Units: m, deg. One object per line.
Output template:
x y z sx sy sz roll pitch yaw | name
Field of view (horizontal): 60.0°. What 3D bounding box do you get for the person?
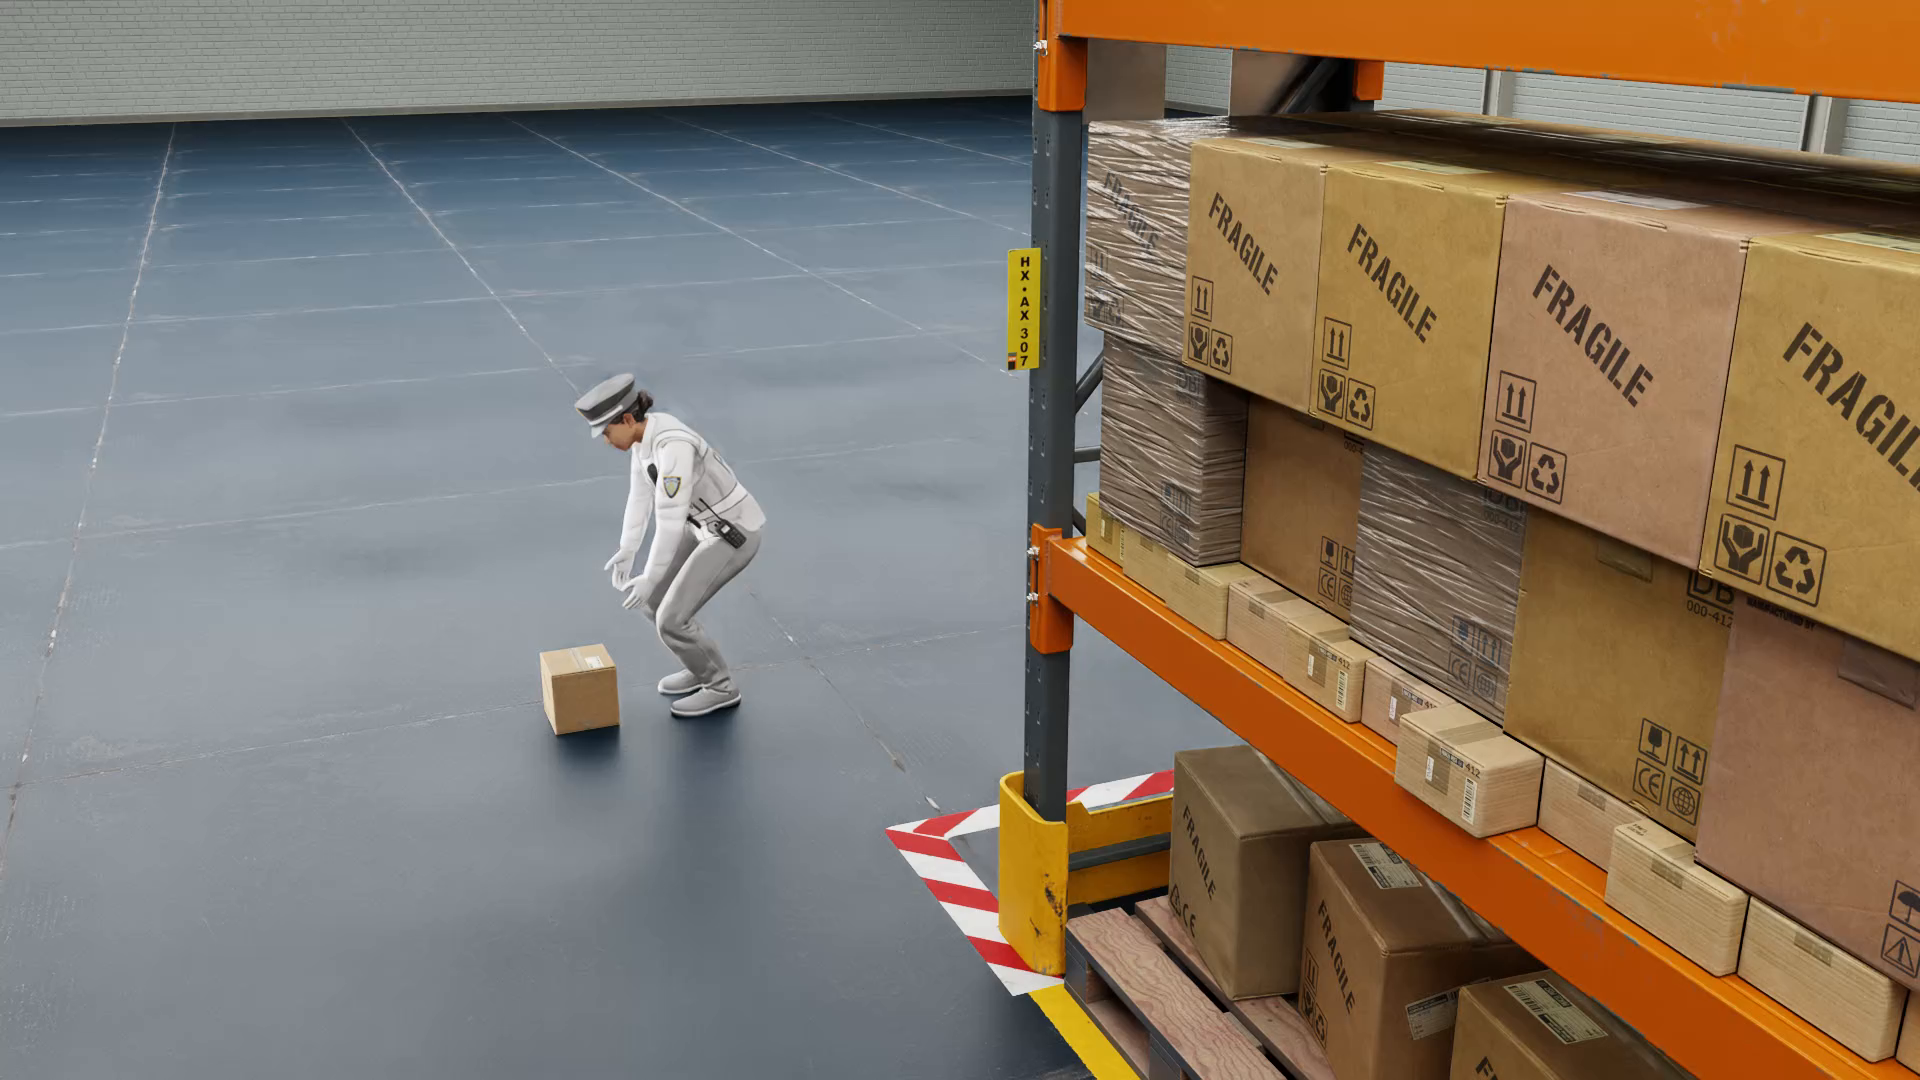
-1.105 0.015 6.478 0.709 1.375 0.535 -8 20 -22 | person
